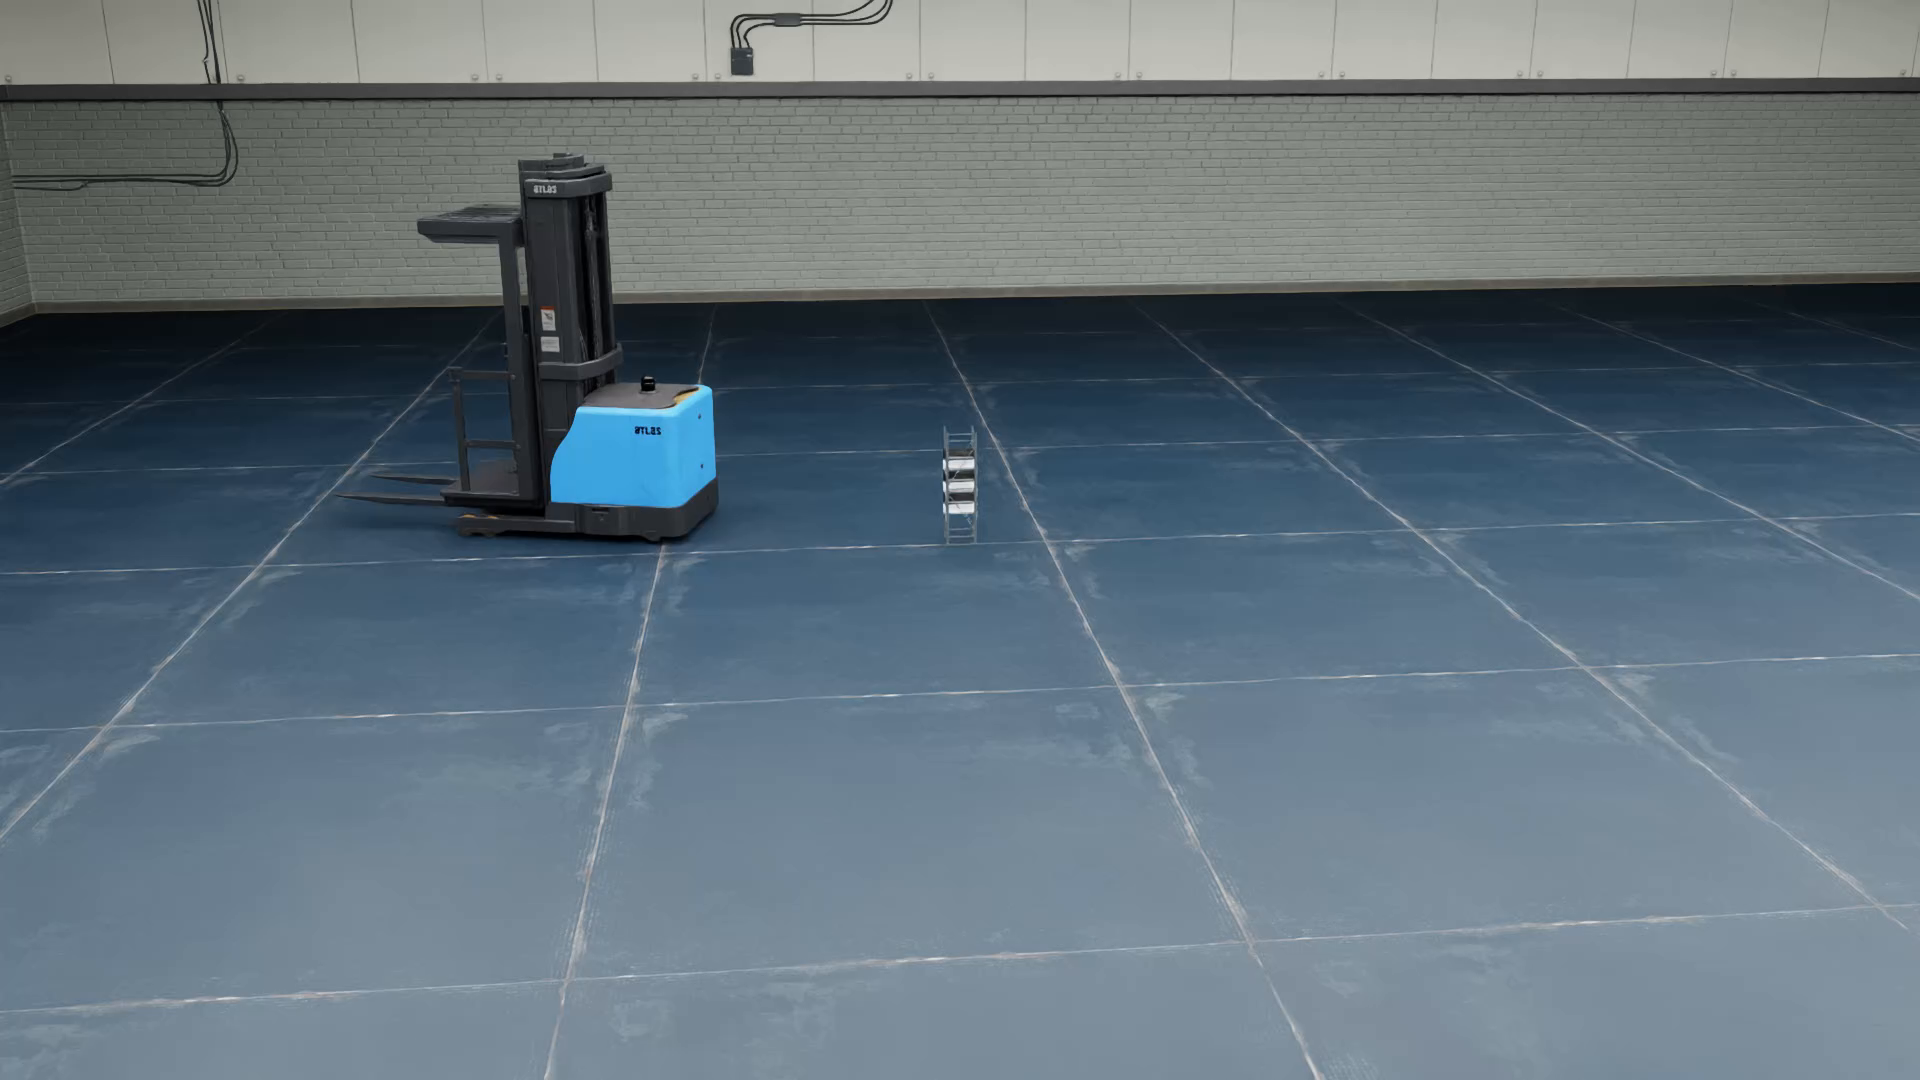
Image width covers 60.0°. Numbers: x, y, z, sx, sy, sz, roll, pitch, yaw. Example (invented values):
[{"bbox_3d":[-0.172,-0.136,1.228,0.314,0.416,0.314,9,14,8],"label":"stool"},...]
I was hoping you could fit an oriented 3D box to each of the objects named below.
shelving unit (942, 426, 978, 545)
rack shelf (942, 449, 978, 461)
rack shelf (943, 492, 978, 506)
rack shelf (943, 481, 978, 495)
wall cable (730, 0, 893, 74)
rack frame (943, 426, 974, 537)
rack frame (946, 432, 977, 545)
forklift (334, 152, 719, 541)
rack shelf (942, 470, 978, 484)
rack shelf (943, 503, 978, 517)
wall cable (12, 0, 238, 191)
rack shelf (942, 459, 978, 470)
[{"bbox_3d":[0.001,-0.427,13.035,0.258,0.900,0.210,-2,18,-6],"label":"shelving unit"},{"bbox_3d":[0.001,-0.653,12.964,0.258,0.077,0.200,-2,18,-6],"label":"rack shelf"},{"bbox_3d":[0.001,-0.309,13.072,0.258,0.077,0.200,-2,18,-6],"label":"rack shelf"},{"bbox_3d":[0.001,-0.395,13.045,0.258,0.077,0.200,-2,18,-6],"label":"rack shelf"},{"bbox_3d":[-2.048,-9.412,22.457,2.305,6.003,0.169,-2,18,-6],"label":"wall cable"},{"bbox_3d":[-0.010,-0.457,13.131,0.240,0.900,0.006,-2,18,-6],"label":"rack frame"},{"bbox_3d":[0.011,-0.397,12.938,0.240,0.900,0.006,-2,18,-6],"label":"rack frame"},{"bbox_3d":[-3.581,-1.578,13.310,3.031,2.935,1.130,3,18,9],"label":"forklift"},{"bbox_3d":[0.001,-0.481,13.018,0.258,0.077,0.200,-2,18,-6],"label":"rack shelf"},{"bbox_3d":[0.001,-0.223,13.098,0.258,0.077,0.200,-2,18,-6],"label":"rack shelf"},{"bbox_3d":[-11.492,-6.020,22.512,3.097,2.526,0.112,-2,18,-6],"label":"wall cable"},{"bbox_3d":[0.001,-0.567,12.991,0.258,0.077,0.200,-2,18,-6],"label":"rack shelf"}]
